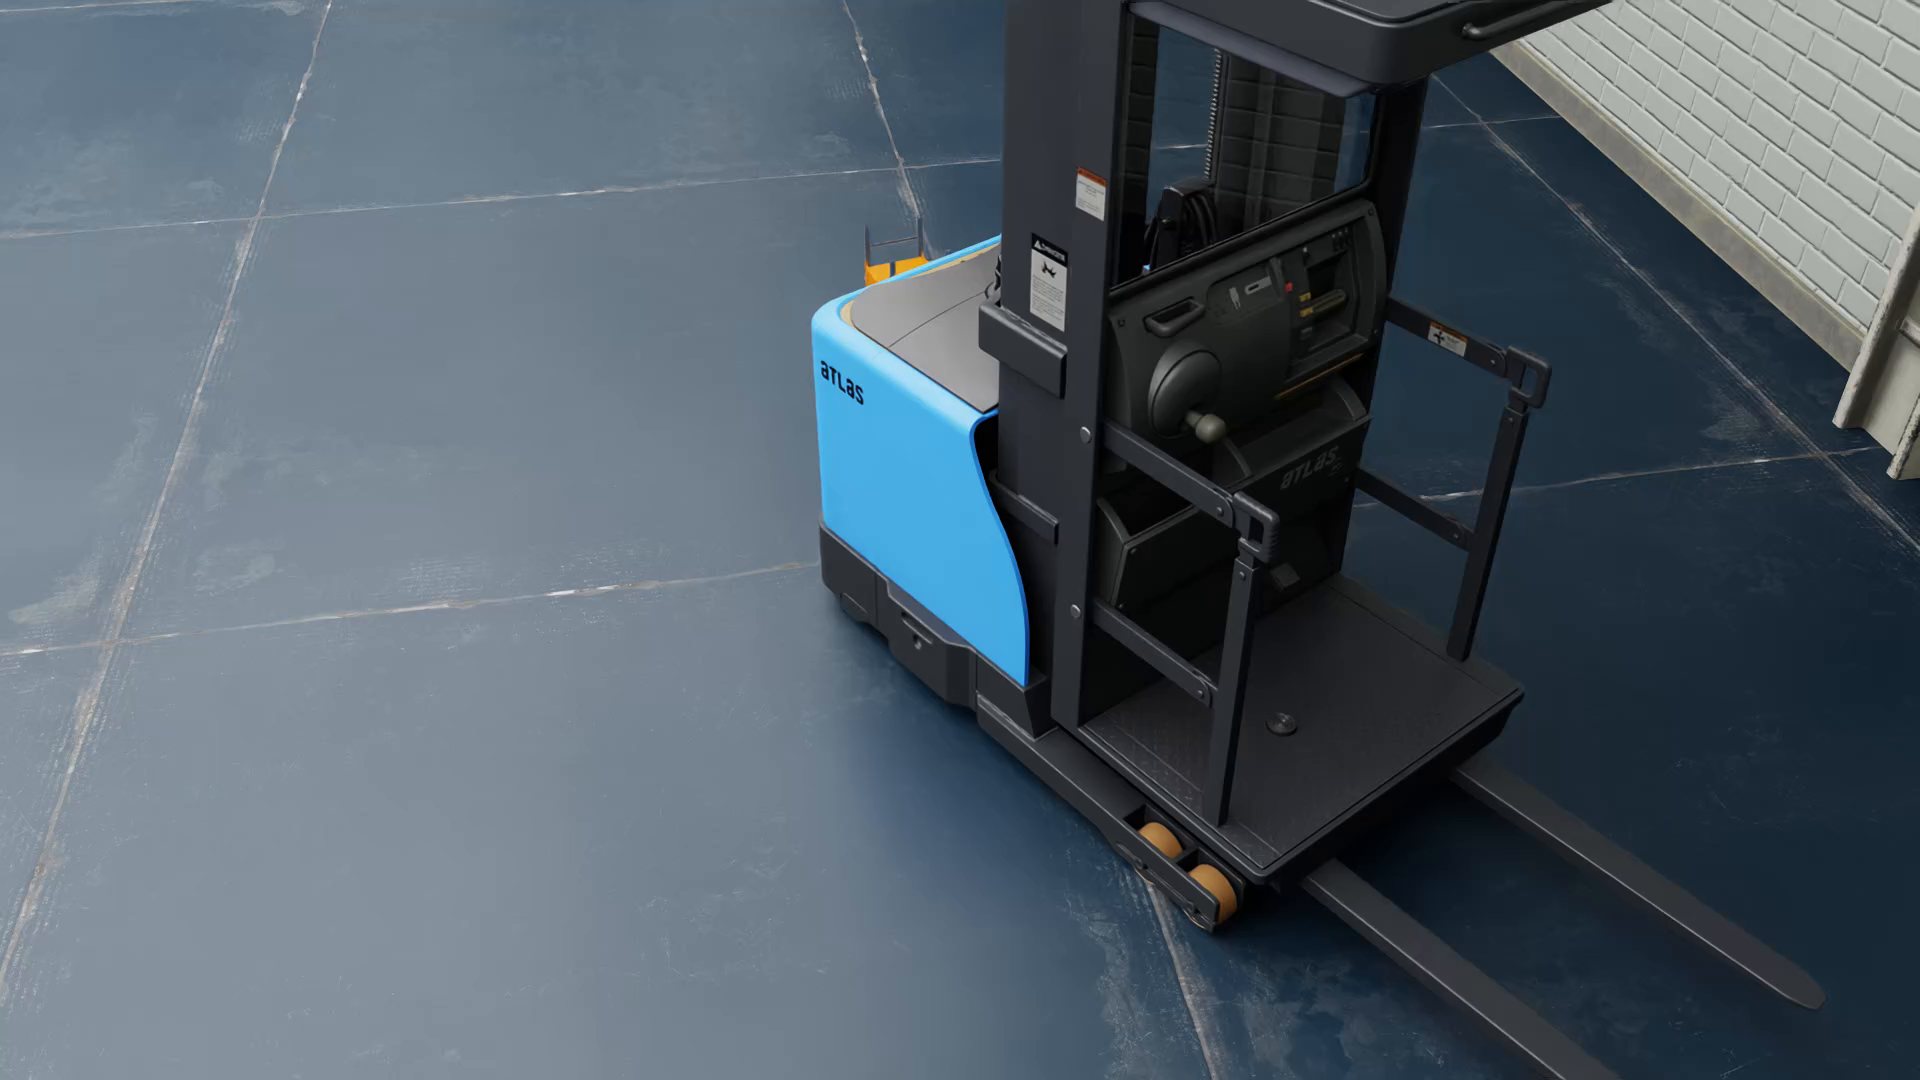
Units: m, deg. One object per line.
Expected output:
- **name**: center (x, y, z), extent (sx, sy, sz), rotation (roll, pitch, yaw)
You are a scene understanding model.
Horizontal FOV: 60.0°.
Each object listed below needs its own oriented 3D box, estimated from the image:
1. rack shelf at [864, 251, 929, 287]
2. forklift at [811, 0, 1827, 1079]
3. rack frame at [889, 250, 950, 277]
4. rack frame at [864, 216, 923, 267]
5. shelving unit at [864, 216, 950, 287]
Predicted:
- **rack shelf**: center (-0.170, -0.756, 5.422), extent (0.215, 0.259, 0.240), rotation (-14, 40, -17)
- **forklift**: center (0.864, -0.477, 3.975), extent (1.130, 2.935, 3.031), rotation (-27, 45, -30)
- **rack frame**: center (-0.125, -0.471, 5.500), extent (0.200, 1.050, 0.008), rotation (-14, 40, -17)
- **rack frame**: center (-0.215, -0.610, 5.679), extent (0.200, 1.050, 0.008), rotation (-14, 40, -17)
- **shelving unit**: center (-0.170, -0.540, 5.590), extent (0.215, 1.050, 0.252), rotation (-14, 40, -17)
